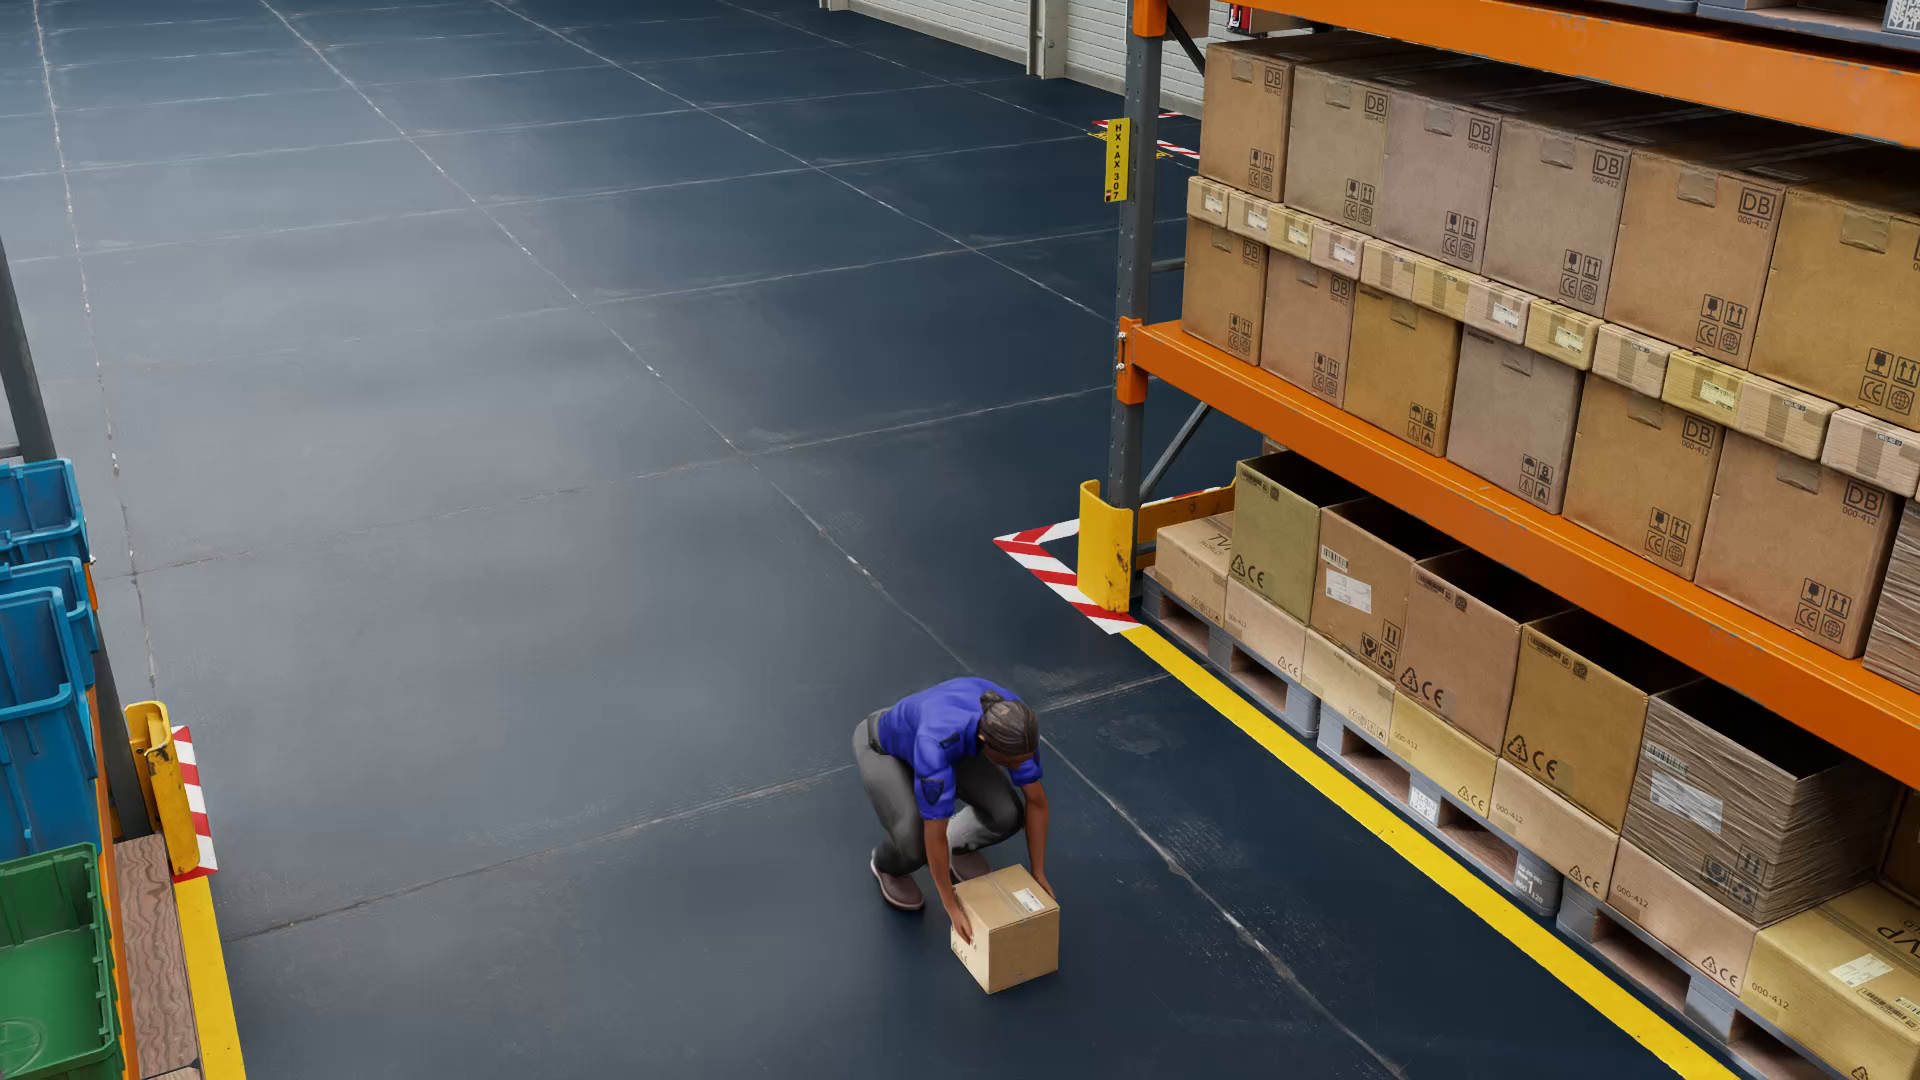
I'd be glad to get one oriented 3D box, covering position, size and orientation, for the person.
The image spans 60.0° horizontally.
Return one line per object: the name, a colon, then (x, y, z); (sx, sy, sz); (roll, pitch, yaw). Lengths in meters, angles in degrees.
person: (-0.024, 0.791, 5.364); (0.484, 0.893, 0.812); (-13, 29, -25)
